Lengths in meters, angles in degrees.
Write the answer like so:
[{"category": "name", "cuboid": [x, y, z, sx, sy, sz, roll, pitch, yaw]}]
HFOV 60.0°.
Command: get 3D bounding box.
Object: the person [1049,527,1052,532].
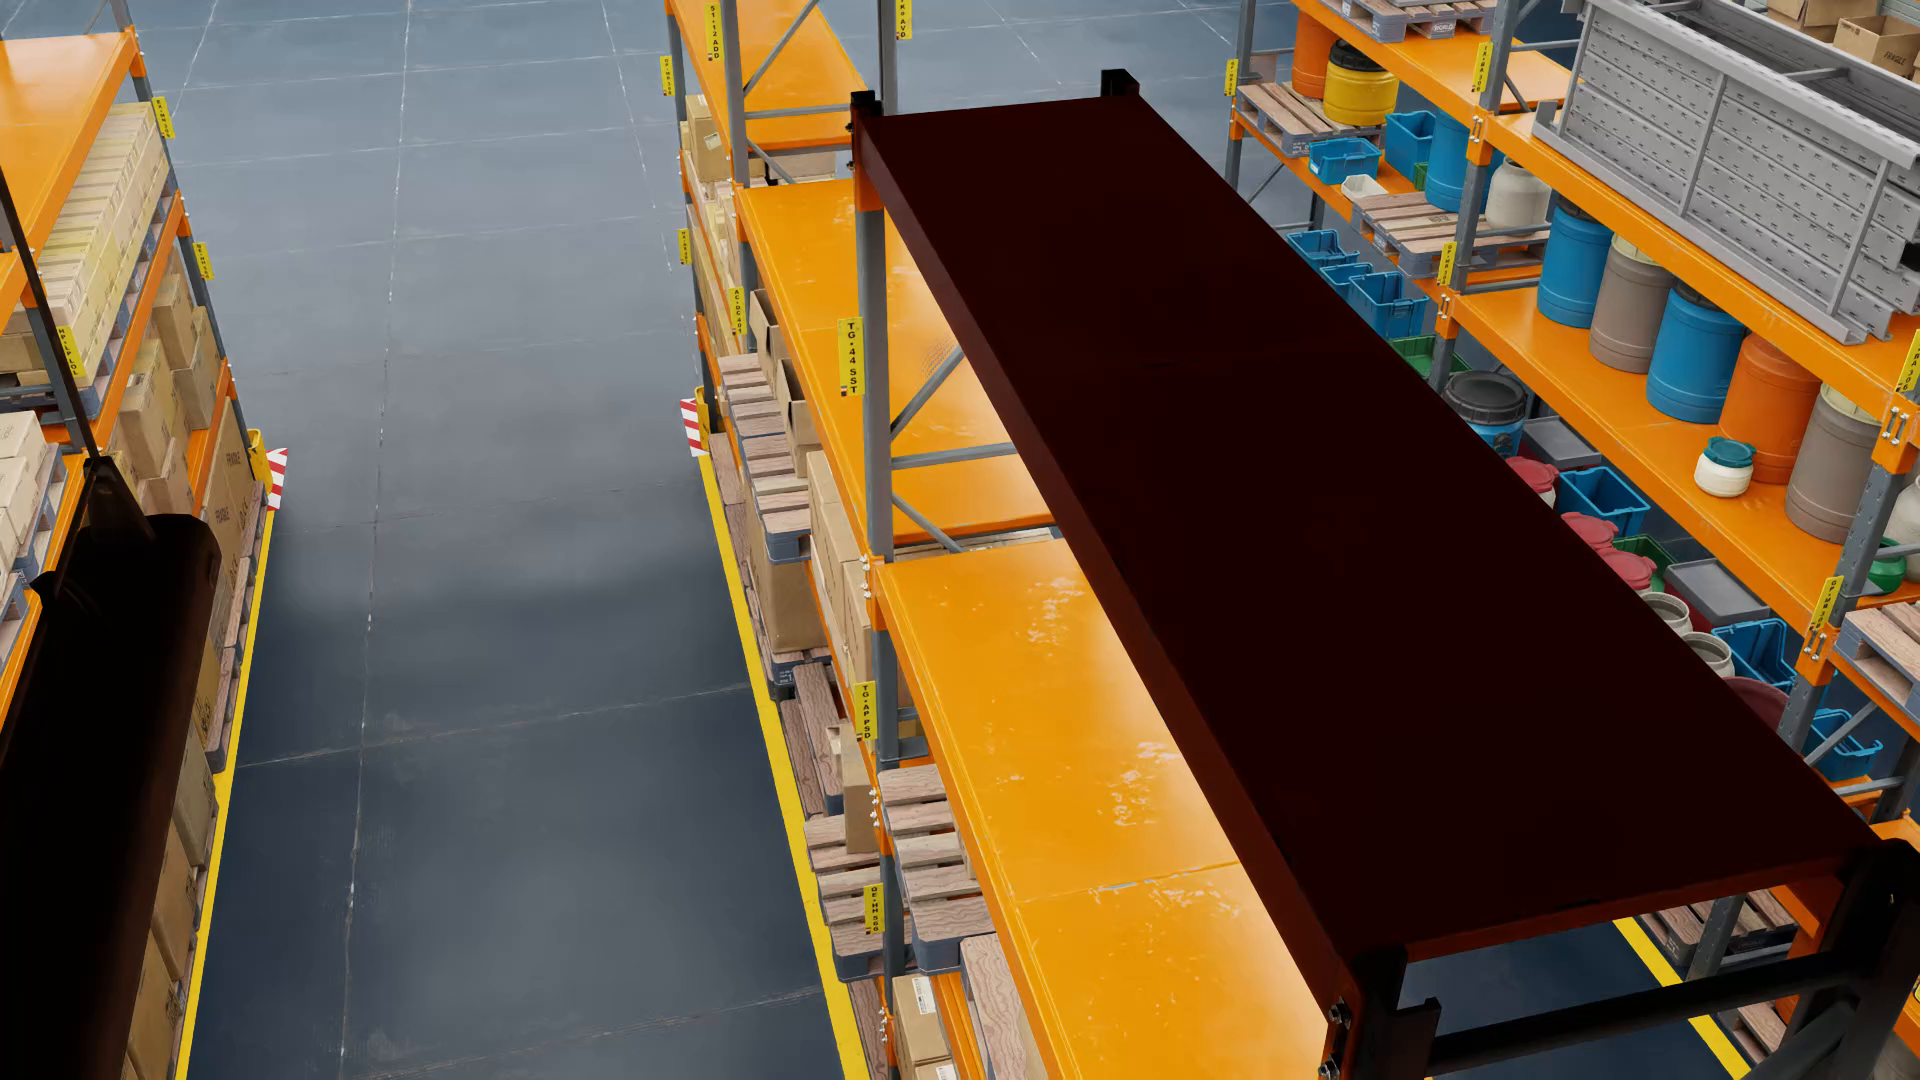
[{"category": "person", "cuboid": [0.420, -0.158, 12.607, 0.531, 1.747, 0.491, 23, 40, 29]}]
